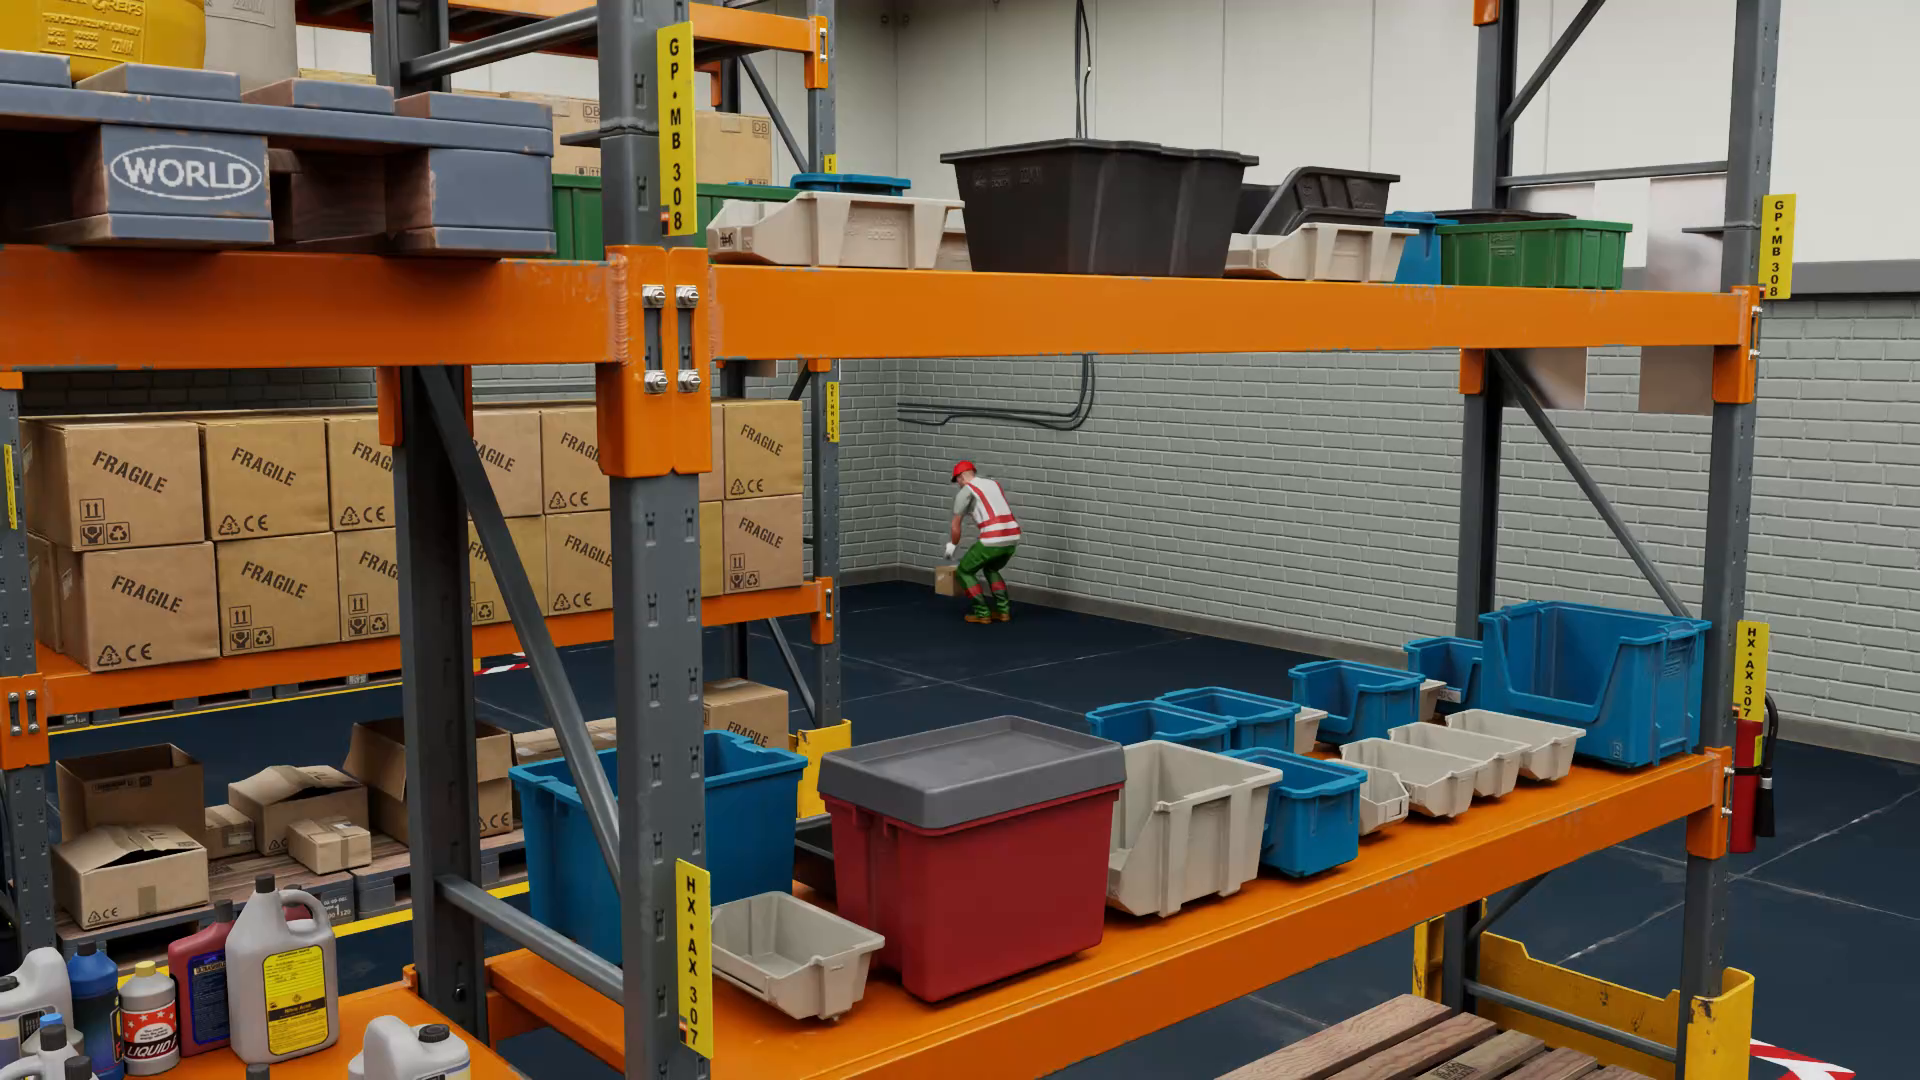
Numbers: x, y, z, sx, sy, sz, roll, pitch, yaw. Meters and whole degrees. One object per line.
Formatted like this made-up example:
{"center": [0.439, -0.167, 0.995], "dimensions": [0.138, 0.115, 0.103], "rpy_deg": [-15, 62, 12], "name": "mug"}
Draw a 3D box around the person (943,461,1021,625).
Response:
{"center": [0.194, 0.018, 15.292], "dimensions": [0.582, 1.472, 0.725], "rpy_deg": [-6, 10, -41], "name": "person"}
